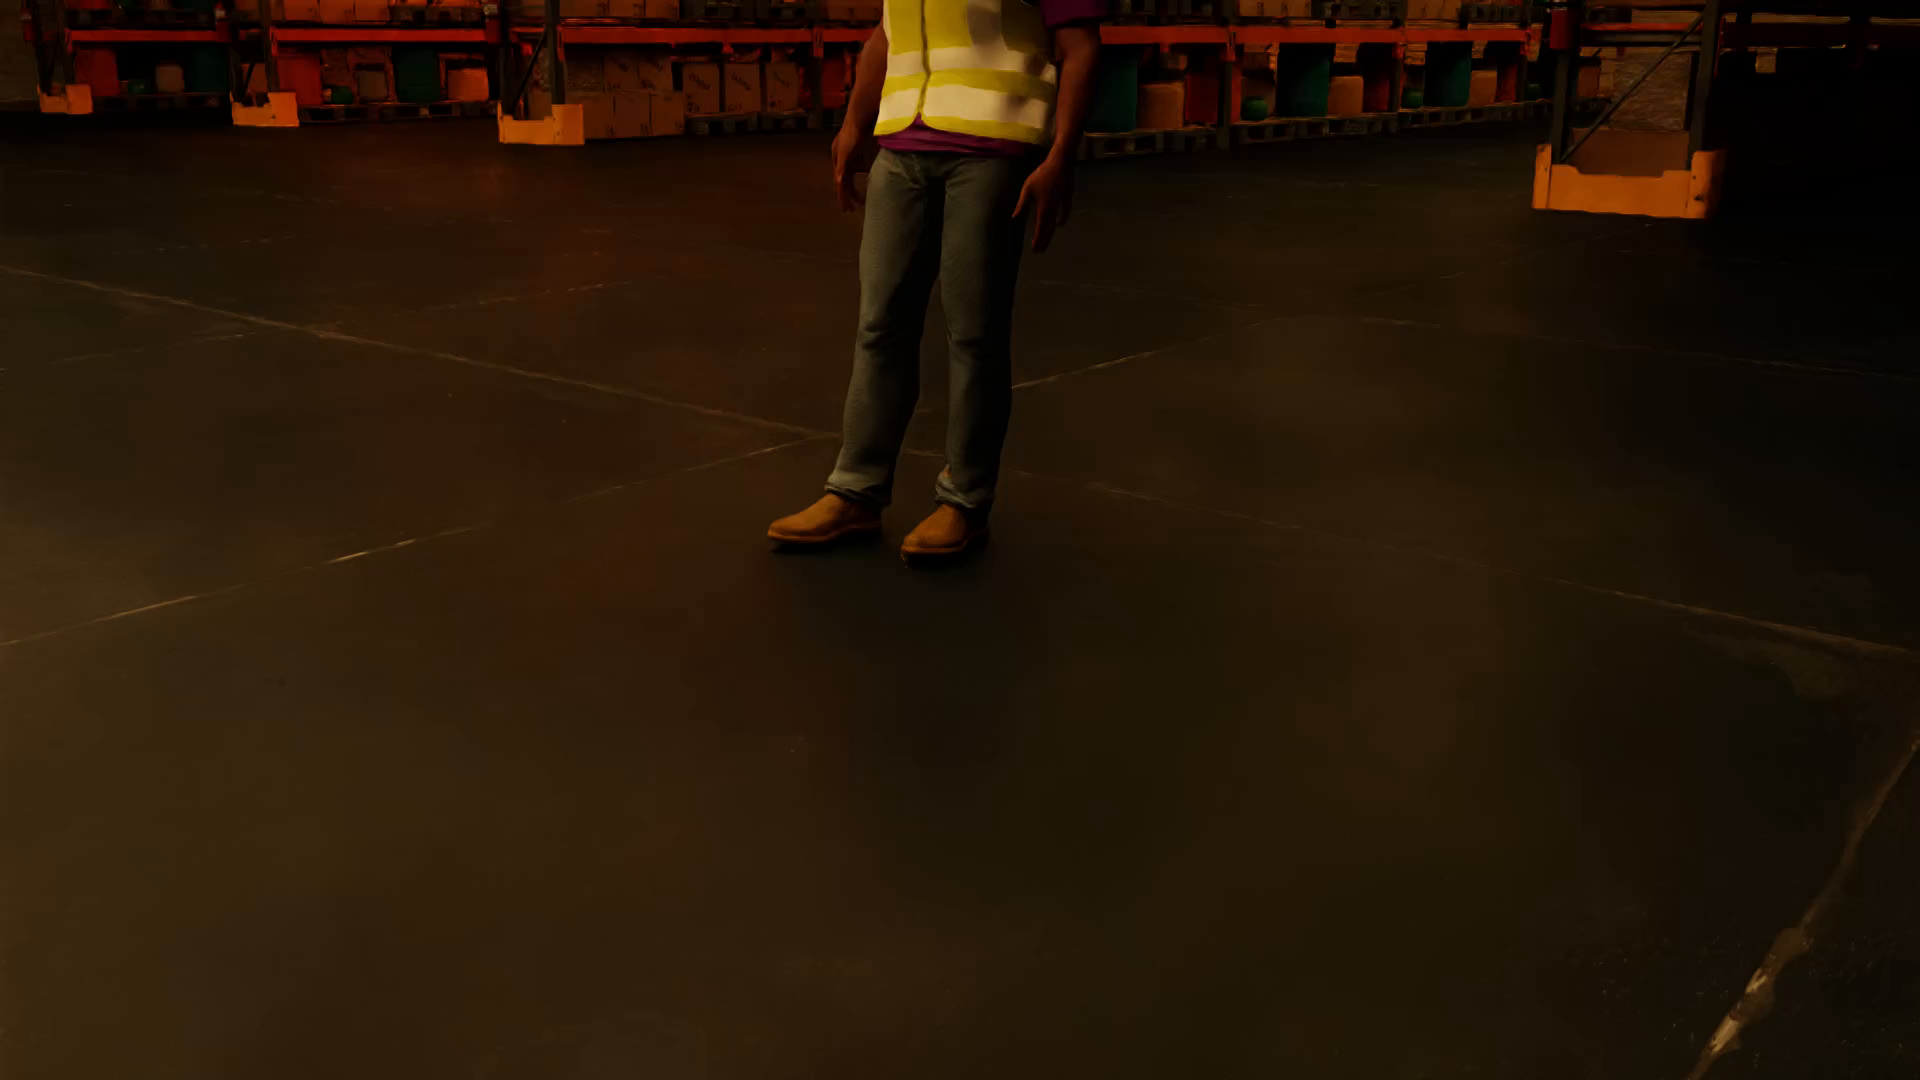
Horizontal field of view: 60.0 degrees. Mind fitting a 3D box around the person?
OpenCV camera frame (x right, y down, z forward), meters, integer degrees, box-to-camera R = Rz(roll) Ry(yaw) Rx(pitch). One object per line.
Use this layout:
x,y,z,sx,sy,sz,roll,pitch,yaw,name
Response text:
-0.049,-0.837,3.635,0.665,1.766,0.576,13,21,37,person
